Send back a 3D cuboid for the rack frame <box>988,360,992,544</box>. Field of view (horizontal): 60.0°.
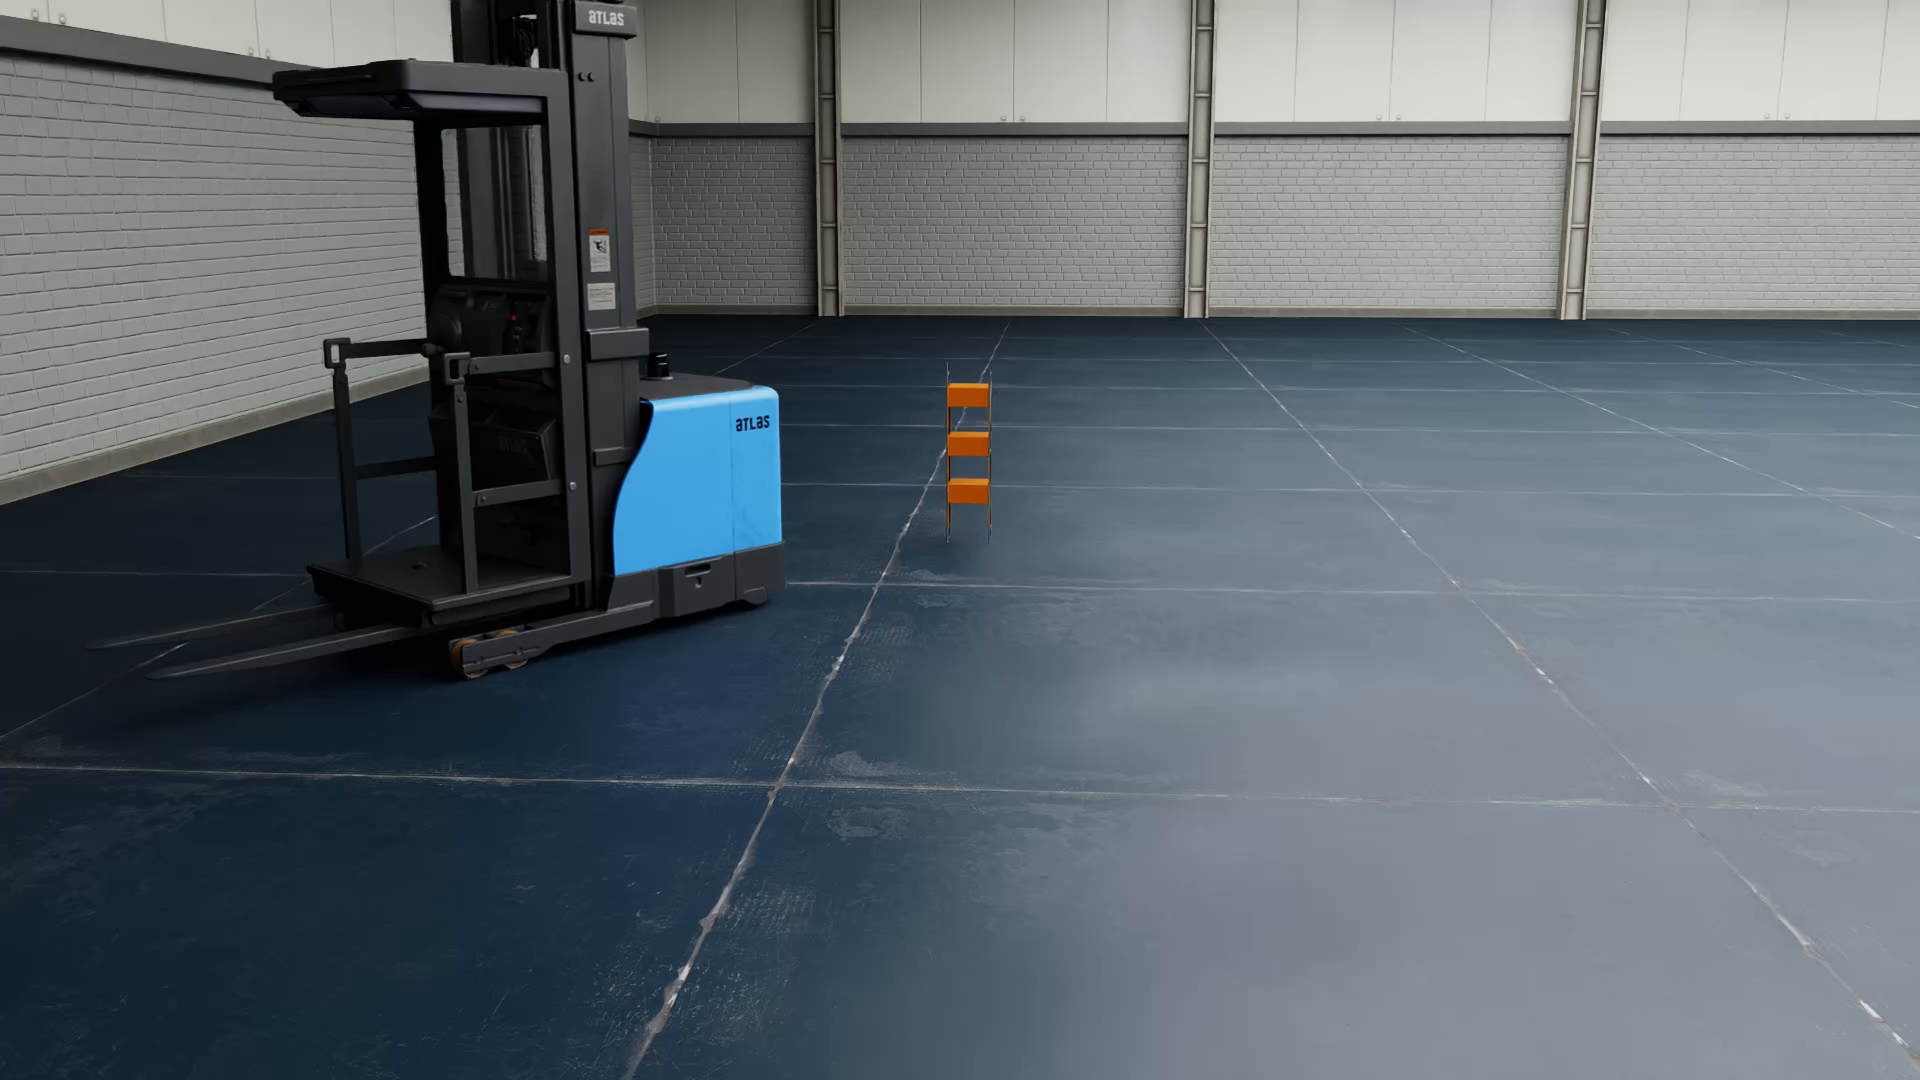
[{"bbox_3d":[0.175,-0.511,9.649,0.008,1.050,0.200,1,12,4],"label":"rack frame"}]

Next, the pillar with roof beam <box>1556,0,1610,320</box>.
[{"bbox_3d":[9.552,-7.089,21.681,0.400,9.000,9.100,1,12,4],"label":"pillar with roof beam"}]

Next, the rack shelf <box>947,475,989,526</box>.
[{"bbox_3d":[0.053,-0.231,9.716,0.240,0.259,0.215,1,12,4],"label":"rack shelf"}]

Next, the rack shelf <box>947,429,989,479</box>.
[{"bbox_3d":[0.053,-0.503,9.659,0.240,0.259,0.215,1,12,4],"label":"rack shelf"}]

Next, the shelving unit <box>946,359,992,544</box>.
[{"bbox_3d":[0.053,-0.513,9.657,0.252,1.050,0.215,1,12,4],"label":"shelving unit"}]

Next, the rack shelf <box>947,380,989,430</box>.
[{"bbox_3d":[0.053,-0.781,9.601,0.240,0.259,0.215,1,12,4],"label":"rack shelf"}]

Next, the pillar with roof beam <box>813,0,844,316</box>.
[{"bbox_3d":[-2.422,-7.253,22.466,0.400,9.000,9.100,1,12,4],"label":"pillar with roof beam"}]

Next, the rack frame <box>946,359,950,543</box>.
[{"bbox_3d":[-0.068,-0.515,9.665,0.008,1.050,0.200,1,12,4],"label":"rack frame"}]

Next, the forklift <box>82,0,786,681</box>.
[{"bbox_3d":[-2.235,-0.971,7.253,1.130,2.935,3.031,11,16,42],"label":"forklift"}]

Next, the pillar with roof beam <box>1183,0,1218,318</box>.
[{"bbox_3d":[3.565,-7.171,22.073,0.400,9.000,9.100,1,12,4],"label":"pillar with roof beam"}]
